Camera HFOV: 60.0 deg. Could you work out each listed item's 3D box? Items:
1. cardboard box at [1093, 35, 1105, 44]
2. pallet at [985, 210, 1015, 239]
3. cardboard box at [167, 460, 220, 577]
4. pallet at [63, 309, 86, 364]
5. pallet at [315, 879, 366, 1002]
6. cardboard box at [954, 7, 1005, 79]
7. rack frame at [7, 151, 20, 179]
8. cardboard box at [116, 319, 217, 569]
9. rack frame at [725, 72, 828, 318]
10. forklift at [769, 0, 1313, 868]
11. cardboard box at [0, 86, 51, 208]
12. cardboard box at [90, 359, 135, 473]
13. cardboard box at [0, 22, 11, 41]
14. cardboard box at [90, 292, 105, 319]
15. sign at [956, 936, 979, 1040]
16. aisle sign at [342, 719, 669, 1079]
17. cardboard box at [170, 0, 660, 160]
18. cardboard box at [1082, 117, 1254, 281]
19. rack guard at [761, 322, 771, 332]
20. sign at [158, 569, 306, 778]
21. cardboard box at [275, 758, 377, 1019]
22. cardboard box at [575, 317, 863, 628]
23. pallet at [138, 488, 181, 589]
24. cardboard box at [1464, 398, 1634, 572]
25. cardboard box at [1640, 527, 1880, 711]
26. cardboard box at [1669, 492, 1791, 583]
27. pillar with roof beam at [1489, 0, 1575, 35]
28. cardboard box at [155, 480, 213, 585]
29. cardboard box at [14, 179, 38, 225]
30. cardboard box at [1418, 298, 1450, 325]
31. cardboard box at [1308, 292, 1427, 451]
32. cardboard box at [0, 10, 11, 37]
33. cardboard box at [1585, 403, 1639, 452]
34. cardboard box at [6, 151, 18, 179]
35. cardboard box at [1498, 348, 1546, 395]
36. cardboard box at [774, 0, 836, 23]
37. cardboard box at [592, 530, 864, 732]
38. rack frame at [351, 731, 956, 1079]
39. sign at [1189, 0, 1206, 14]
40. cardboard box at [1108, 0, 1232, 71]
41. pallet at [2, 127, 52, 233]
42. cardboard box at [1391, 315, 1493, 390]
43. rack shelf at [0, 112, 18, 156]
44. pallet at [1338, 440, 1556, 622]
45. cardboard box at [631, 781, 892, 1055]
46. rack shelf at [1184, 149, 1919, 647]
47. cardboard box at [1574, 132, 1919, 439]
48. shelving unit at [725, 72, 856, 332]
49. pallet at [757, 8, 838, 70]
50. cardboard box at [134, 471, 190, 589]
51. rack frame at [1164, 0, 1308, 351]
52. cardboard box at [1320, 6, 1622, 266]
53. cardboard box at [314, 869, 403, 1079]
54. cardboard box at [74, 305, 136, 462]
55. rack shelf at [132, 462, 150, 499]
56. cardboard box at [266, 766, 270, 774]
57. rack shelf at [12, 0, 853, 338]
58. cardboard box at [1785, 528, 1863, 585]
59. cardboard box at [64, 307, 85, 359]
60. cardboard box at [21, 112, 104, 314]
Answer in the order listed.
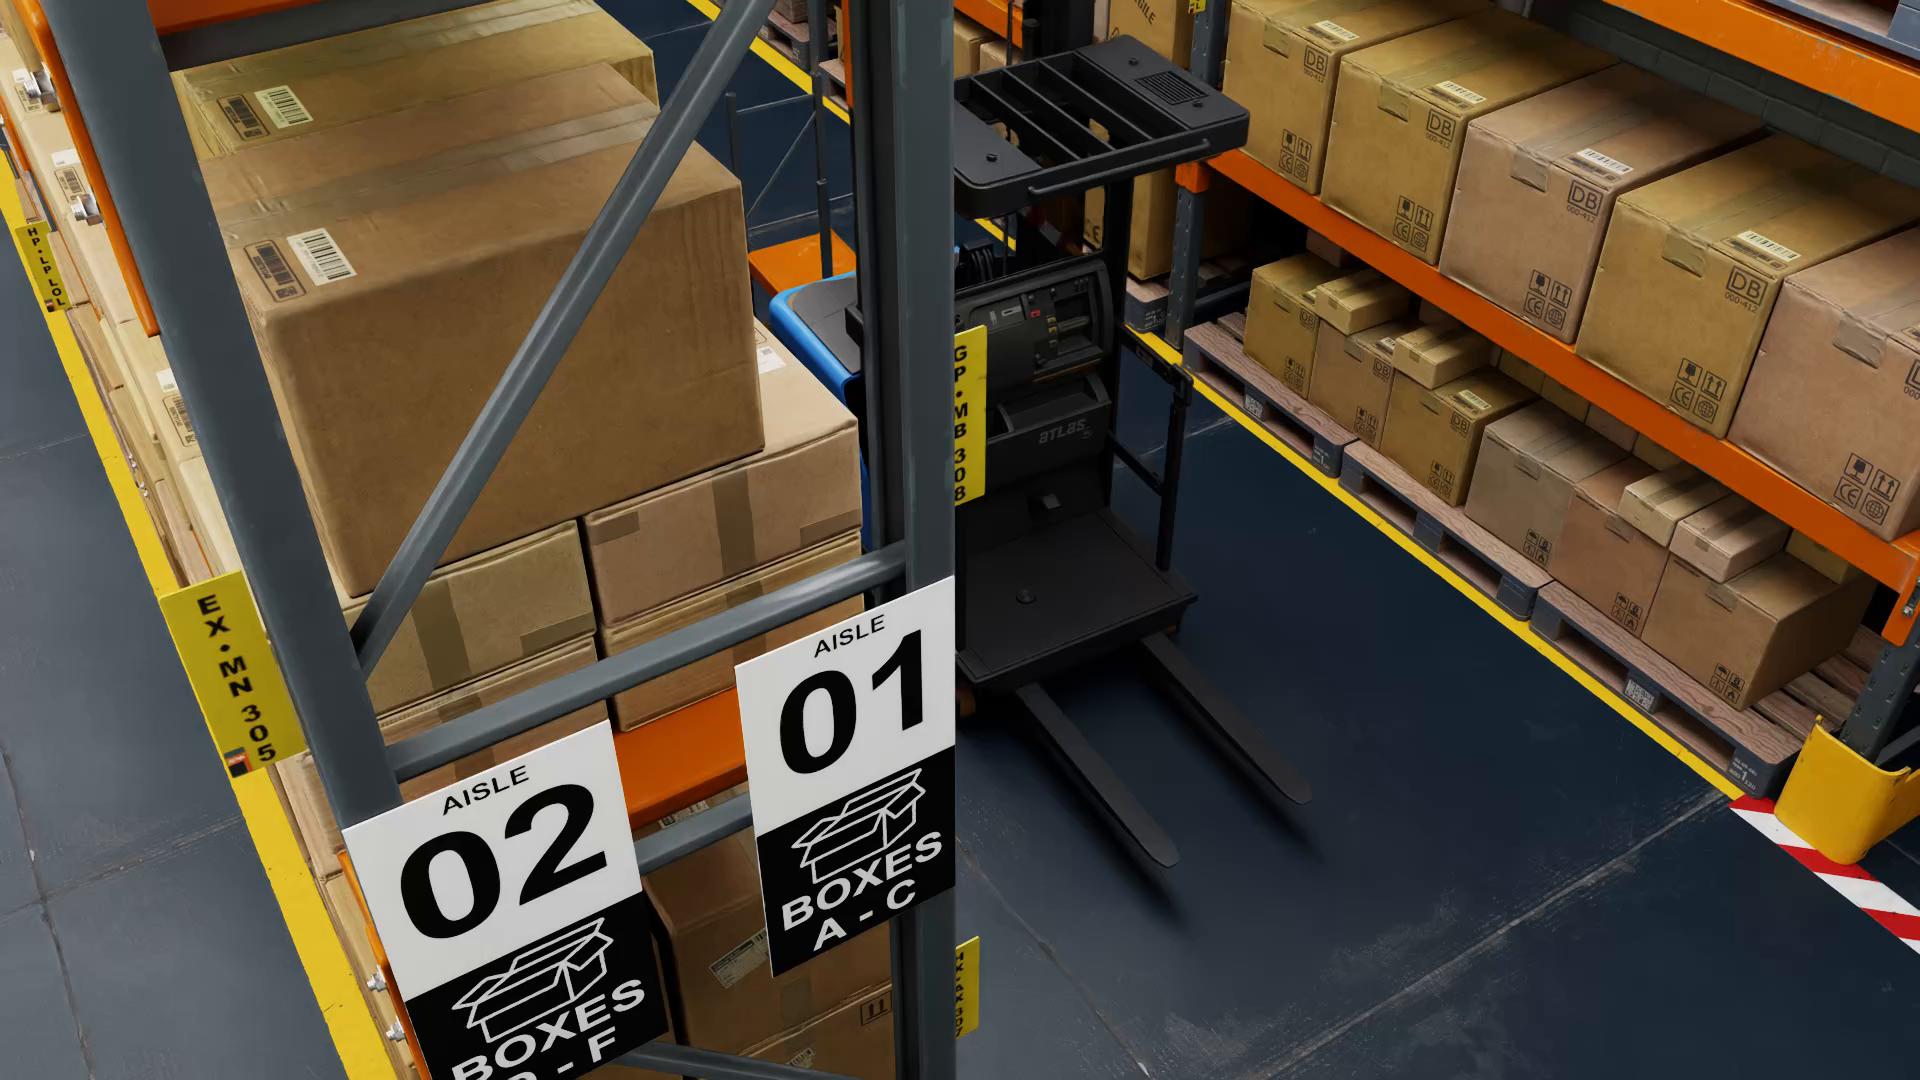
[{"bbox_3d":[0.886,-2.654,8.773,0.380,0.149,0.250,-21,44,-23],"label":"cardboard box"},{"bbox_3d":[0.425,-2.353,10.409,1.003,0.211,1.213,-22,45,-24],"label":"pallet"},{"bbox_3d":[-1.218,-0.064,3.257,0.500,0.250,0.500,-22,45,-24],"label":"cardboard box"},{"bbox_3d":[-4.392,-1.339,9.193,1.003,0.211,1.213,-22,45,-24],"label":"pallet"},{"bbox_3d":[-1.582,1.434,5.865,1.003,0.211,1.213,-22,45,-24],"label":"pallet"},{"bbox_3d":[0.163,-2.952,10.301,0.750,0.750,0.750,-22,45,-25],"label":"cardboard box"},{"bbox_3d":[-4.762,-2.827,8.799,1.000,3.000,0.127,-22,45,-24],"label":"rack frame"},{"bbox_3d":[-1.220,-0.255,3.096,0.500,0.250,0.500,-22,45,-24],"label":"cardboard box"},{"bbox_3d":[-0.903,-1.634,8.539,0.500,1.500,0.032,-20,44,-22],"label":"rack frame"},{"bbox_3d":[0.295,-0.723,6.329,1.130,2.935,3.031,-20,44,-22],"label":"forklift"},{"bbox_3d":[-2.293,-1.144,4.553,0.500,0.250,0.500,-22,45,-24],"label":"cardboard box"},{"bbox_3d":[-3.646,-0.585,7.717,0.500,0.500,0.500,-22,44,-24],"label":"cardboard box"},{"bbox_3d":[-2.288,-1.337,4.395,0.500,0.250,0.500,-22,45,-24],"label":"cardboard box"},{"bbox_3d":[-1.753,-0.604,3.906,0.500,0.250,0.500,-22,45,-24],"label":"cardboard box"},{"bbox_3d":[-0.003,0.972,3.564,0.100,0.325,0.005,-22,45,-24],"label":"sign"},{"bbox_3d":[-0.682,0.635,2.614,0.394,0.787,0.004,-22,45,-24],"label":"aisle sign"},{"bbox_3d":[-0.948,-0.654,2.990,0.700,0.500,0.500,-22,45,-24],"label":"cardboard box"},{"bbox_3d":[1.105,-2.016,9.178,0.750,0.750,0.750,-22,44,-24],"label":"cardboard box"},{"bbox_3d":[-0.893,-1.143,8.926,0.587,0.250,0.087,-20,44,-22],"label":"rack guard"},{"bbox_3d":[-0.939,0.179,2.157,0.100,0.325,0.005,-22,45,-24],"label":"sign"},{"bbox_3d":[-1.204,0.651,3.767,0.500,0.500,0.500,-21,44,-23],"label":"cardboard box"},{"bbox_3d":[-0.517,-0.162,2.985,0.500,0.250,0.500,-22,45,-24],"label":"cardboard box"},{"bbox_3d":[-3.080,-0.022,7.612,1.003,0.211,1.213,-22,45,-24],"label":"pallet"},{"bbox_3d":[2.714,-0.302,7.393,0.700,0.500,0.500,-24,45,-26],"label":"cardboard box"},{"bbox_3d":[3.254,0.240,6.744,0.700,0.500,0.500,-22,45,-24],"label":"cardboard box"},{"bbox_3d":[3.031,-0.016,6.544,0.380,0.149,0.250,-23,45,-25],"label":"cardboard box"},{"bbox_3d":[-0.960,-3.118,4.462,9.100,9.000,0.400,-22,45,-24],"label":"pillar with roof beam"},{"bbox_3d":[-1.762,0.095,4.433,0.500,0.500,0.500,-21,44,-23],"label":"cardboard box"},{"bbox_3d":[-4.758,-1.691,9.046,0.500,0.500,0.500,-20,44,-23],"label":"cardboard box"},{"bbox_3d":[2.396,-1.107,7.853,0.380,0.149,0.250,-24,45,-26],"label":"cardboard box"},{"bbox_3d":[2.147,-0.865,8.069,0.700,0.500,0.500,-23,45,-25],"label":"cardboard box"},{"bbox_3d":[-2.168,-1.675,4.214,0.700,0.500,0.500,-22,45,-24],"label":"cardboard box"},{"bbox_3d":[2.945,-0.556,7.192,0.380,0.149,0.250,-22,44,-24],"label":"cardboard box"},{"bbox_3d":[-5.251,-2.345,9.603,0.500,0.311,0.500,-21,44,-23],"label":"cardboard box"},{"bbox_3d":[2.671,-0.831,7.522,0.380,0.149,0.250,-23,45,-25],"label":"cardboard box"},{"bbox_3d":[-1.018,-4.113,11.952,0.700,0.500,0.500,-22,44,-24],"label":"cardboard box"},{"bbox_3d":[-0.522,0.032,3.143,0.500,0.250,0.500,-22,45,-24],"label":"cardboard box"},{"bbox_3d":[-0.460,1.491,3.617,1.000,3.000,0.127,-22,45,-24],"label":"rack frame"},{"bbox_3d":[1.111,-2.597,7.681,0.100,0.325,0.005,-22,45,-24],"label":"sign"},{"bbox_3d":[1.103,-2.698,8.318,0.500,0.500,0.500,-23,45,-25],"label":"cardboard box"},{"bbox_3d":[-3.712,-1.705,7.603,1.003,0.211,1.213,-22,45,-24],"label":"pallet"},{"bbox_3d":[2.191,-0.857,7.553,0.380,0.149,0.250,-23,45,-26],"label":"cardboard box"},{"bbox_3d":[-3.686,-2.623,6.774,1.077,0.370,4.000,-22,45,-24],"label":"rack shelf"},{"bbox_3d":[2.567,-0.207,7.834,1.003,0.211,1.213,-22,45,-24],"label":"pallet"},{"bbox_3d":[-0.476,0.738,3.661,0.500,0.500,0.500,-21,44,-23],"label":"cardboard box"},{"bbox_3d":[2.639,-1.019,7.192,1.077,0.370,4.000,-22,45,-24],"label":"rack shelf"},{"bbox_3d":[3.031,-0.992,6.363,0.980,0.700,0.700,-23,45,-25],"label":"cardboard box"},{"bbox_3d":[-0.649,-1.345,8.192,0.587,1.500,1.083,-20,44,-22],"label":"shelving unit"},{"bbox_3d":[-1.006,-3.885,12.247,1.003,0.211,1.213,-22,45,-24],"label":"pallet"},{"bbox_3d":[-3.118,-0.044,7.069,0.500,0.500,0.500,-22,45,-25],"label":"cardboard box"},{"bbox_3d":[1.564,-2.375,8.257,1.000,3.000,0.127,-22,45,-24],"label":"rack frame"},{"bbox_3d":[2.230,-1.796,7.328,0.980,0.700,0.700,-23,45,-25],"label":"cardboard box"},{"bbox_3d":[-1.212,1.026,4.097,0.500,0.500,0.500,-22,45,-24],"label":"cardboard box"},{"bbox_3d":[-2.317,-0.461,5.101,0.500,0.500,0.500,-24,45,-26],"label":"cardboard box"},{"bbox_3d":[-1.535,0.688,5.143,1.077,0.370,4.000,-22,45,-24],"label":"rack shelf"},{"bbox_3d":[-1.747,0.483,4.749,0.500,0.500,0.500,-23,45,-25],"label":"cardboard box"},{"bbox_3d":[-1.535,-1.615,3.224,1.077,0.370,4.000,-22,45,-24],"label":"rack shelf"},{"bbox_3d":[3.490,-0.011,6.538,0.380,0.149,0.250,-22,45,-24],"label":"cardboard box"},{"bbox_3d":[-4.206,-1.138,8.382,0.500,0.500,0.500,-23,45,-25],"label":"cardboard box"},{"bbox_3d":[-1.760,-0.794,3.743,0.500,0.250,0.500,-22,45,-24],"label":"cardboard box"}]
